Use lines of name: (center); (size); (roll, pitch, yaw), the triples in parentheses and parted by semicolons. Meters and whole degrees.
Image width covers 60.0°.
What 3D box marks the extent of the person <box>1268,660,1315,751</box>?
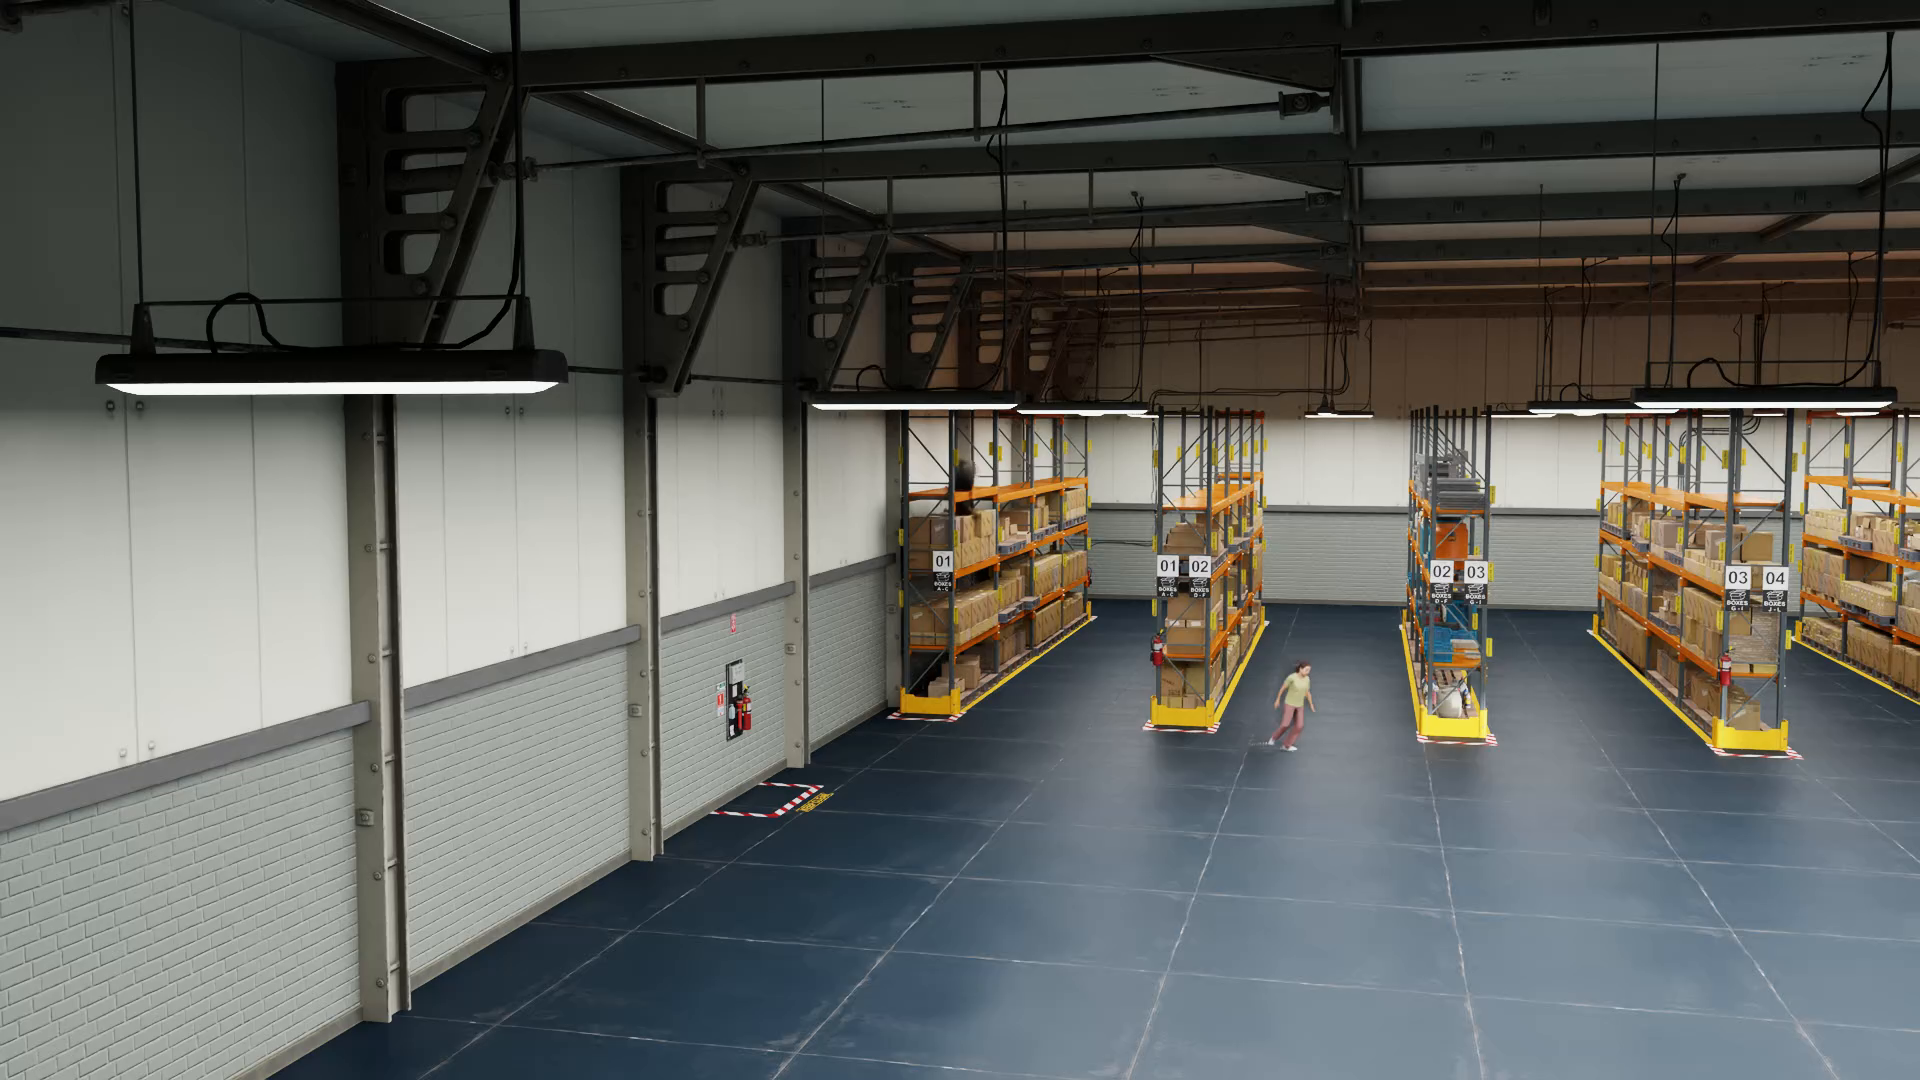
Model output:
person: (5.736, 2.858, 28.763); (0.725, 1.585, 0.615); (-2, 4, -22)

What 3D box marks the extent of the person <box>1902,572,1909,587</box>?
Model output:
person: (25.458, 1.687, 44.791); (0.772, 1.637, 0.612); (0, 4, -6)
